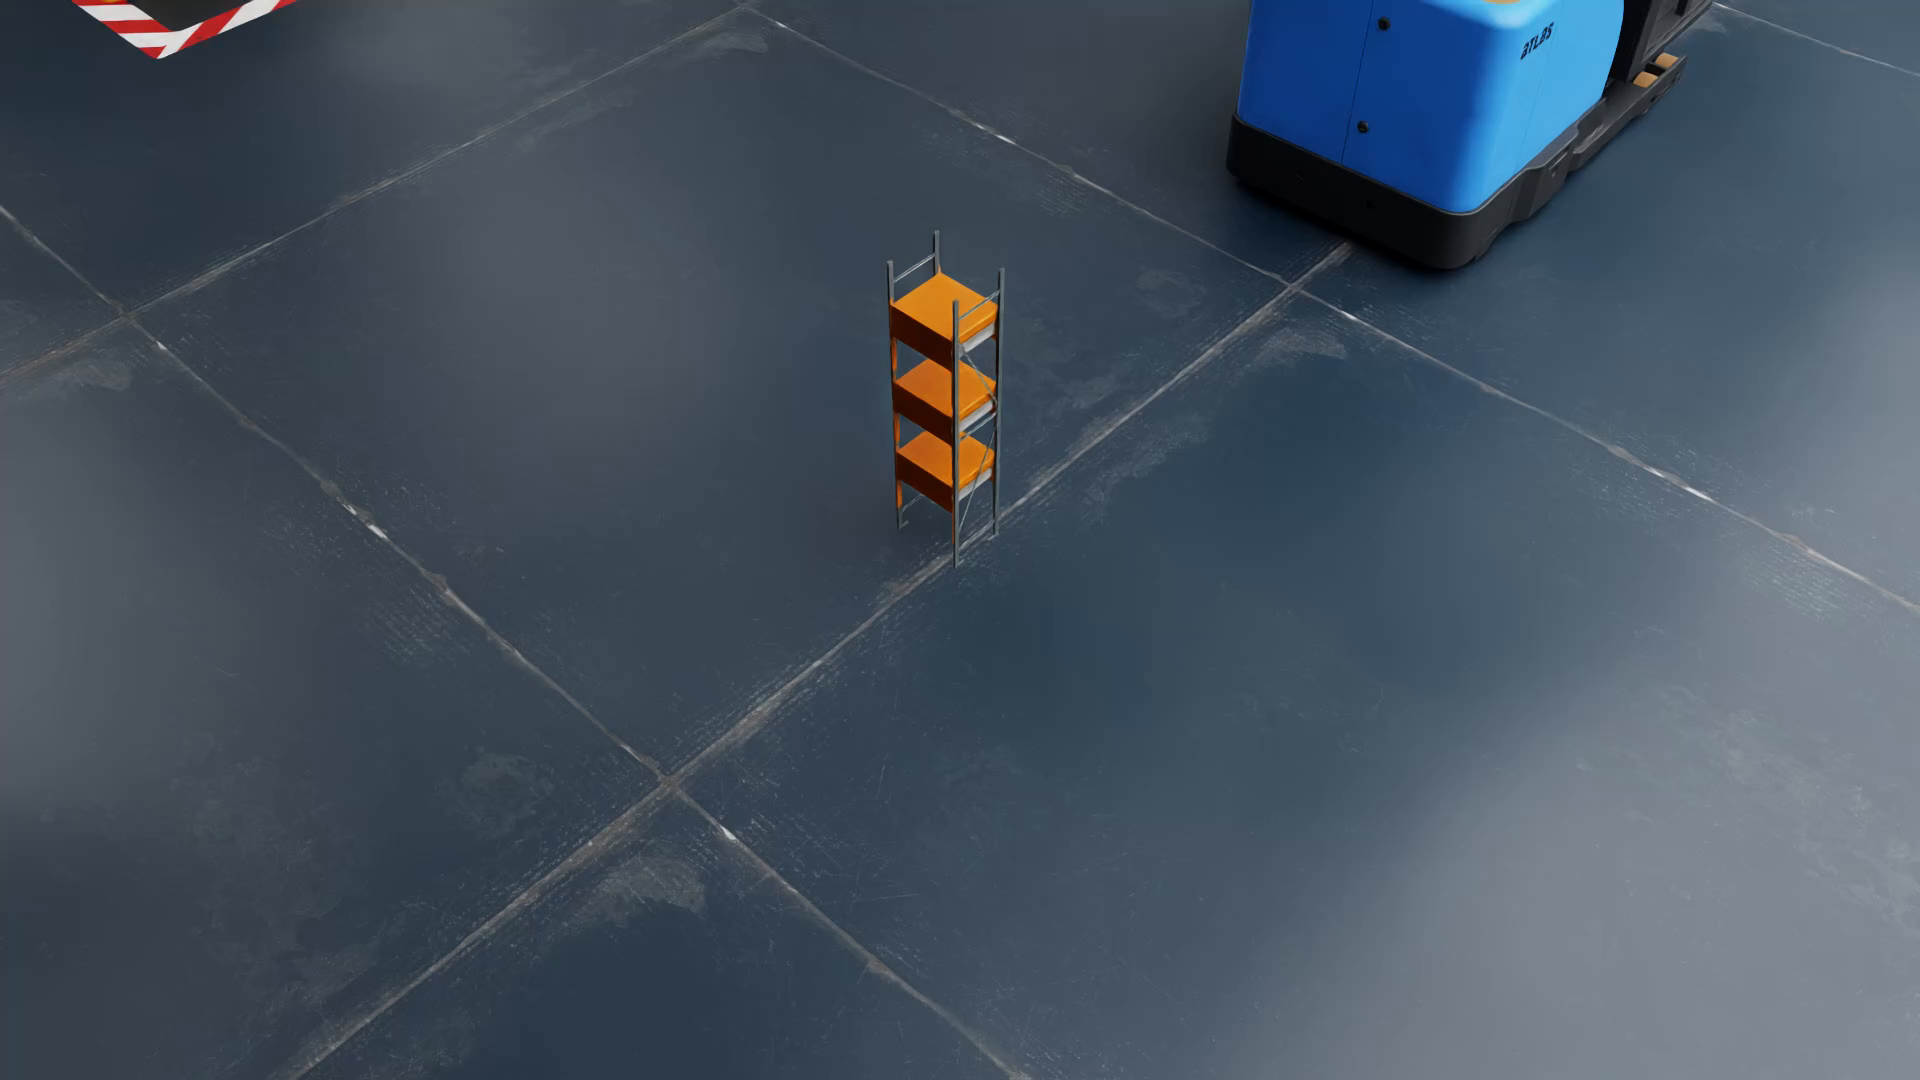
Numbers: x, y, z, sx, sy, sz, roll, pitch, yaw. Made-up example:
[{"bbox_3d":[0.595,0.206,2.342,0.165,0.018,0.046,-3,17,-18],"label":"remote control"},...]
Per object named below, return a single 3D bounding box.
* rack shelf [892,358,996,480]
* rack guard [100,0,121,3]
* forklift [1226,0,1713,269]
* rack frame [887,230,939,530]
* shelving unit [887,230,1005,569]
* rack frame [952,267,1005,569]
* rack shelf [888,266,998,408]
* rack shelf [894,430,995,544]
[{"bbox_3d":[-0.039,-0.379,4.900,0.240,0.259,0.215,34,55,28],"label":"rack shelf"},{"bbox_3d":[-3.584,-2.985,7.710,0.348,0.500,1.175,34,55,28],"label":"rack guard"},{"bbox_3d":[2.392,-2.994,6.051,1.130,2.935,3.031,33,55,27],"label":"forklift"},{"bbox_3d":[-0.129,-0.446,4.949,0.008,1.050,0.200,34,55,28],"label":"rack frame"},{"bbox_3d":[-0.039,-0.386,4.892,0.252,1.050,0.215,34,55,28],"label":"shelving unit"},{"bbox_3d":[0.050,-0.326,4.835,0.008,1.050,0.200,34,55,28],"label":"rack frame"},{"bbox_3d":[-0.039,-0.573,4.693,0.240,0.259,0.215,34,55,28],"label":"rack shelf"},{"bbox_3d":[-0.039,-0.188,5.102,0.240,0.259,0.215,34,55,28],"label":"rack shelf"}]
